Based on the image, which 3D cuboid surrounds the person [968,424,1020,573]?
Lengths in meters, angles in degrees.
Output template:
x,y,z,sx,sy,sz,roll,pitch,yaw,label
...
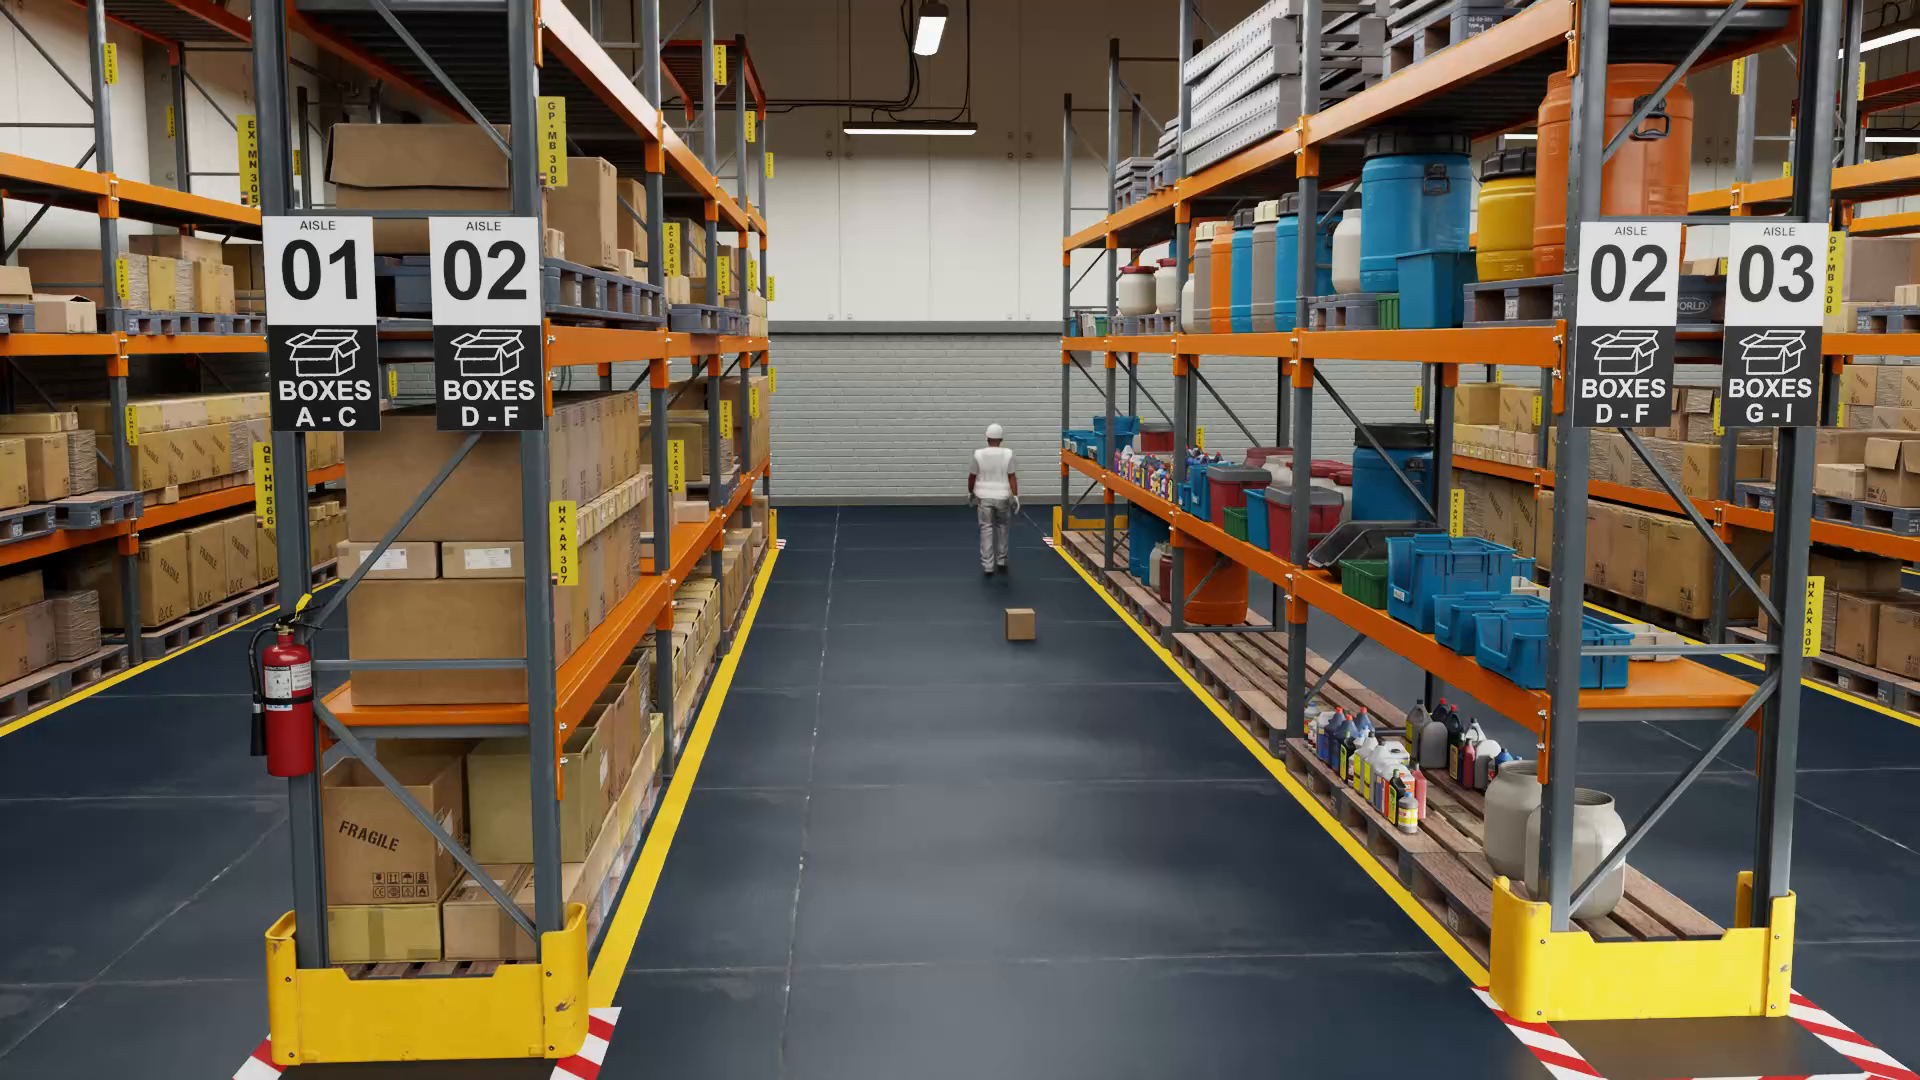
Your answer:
x,y,z,sx,sy,sz,roll,pitch,yaw,label
0.393,-0.518,19.913,0.603,1.760,0.874,0,7,-2,person
